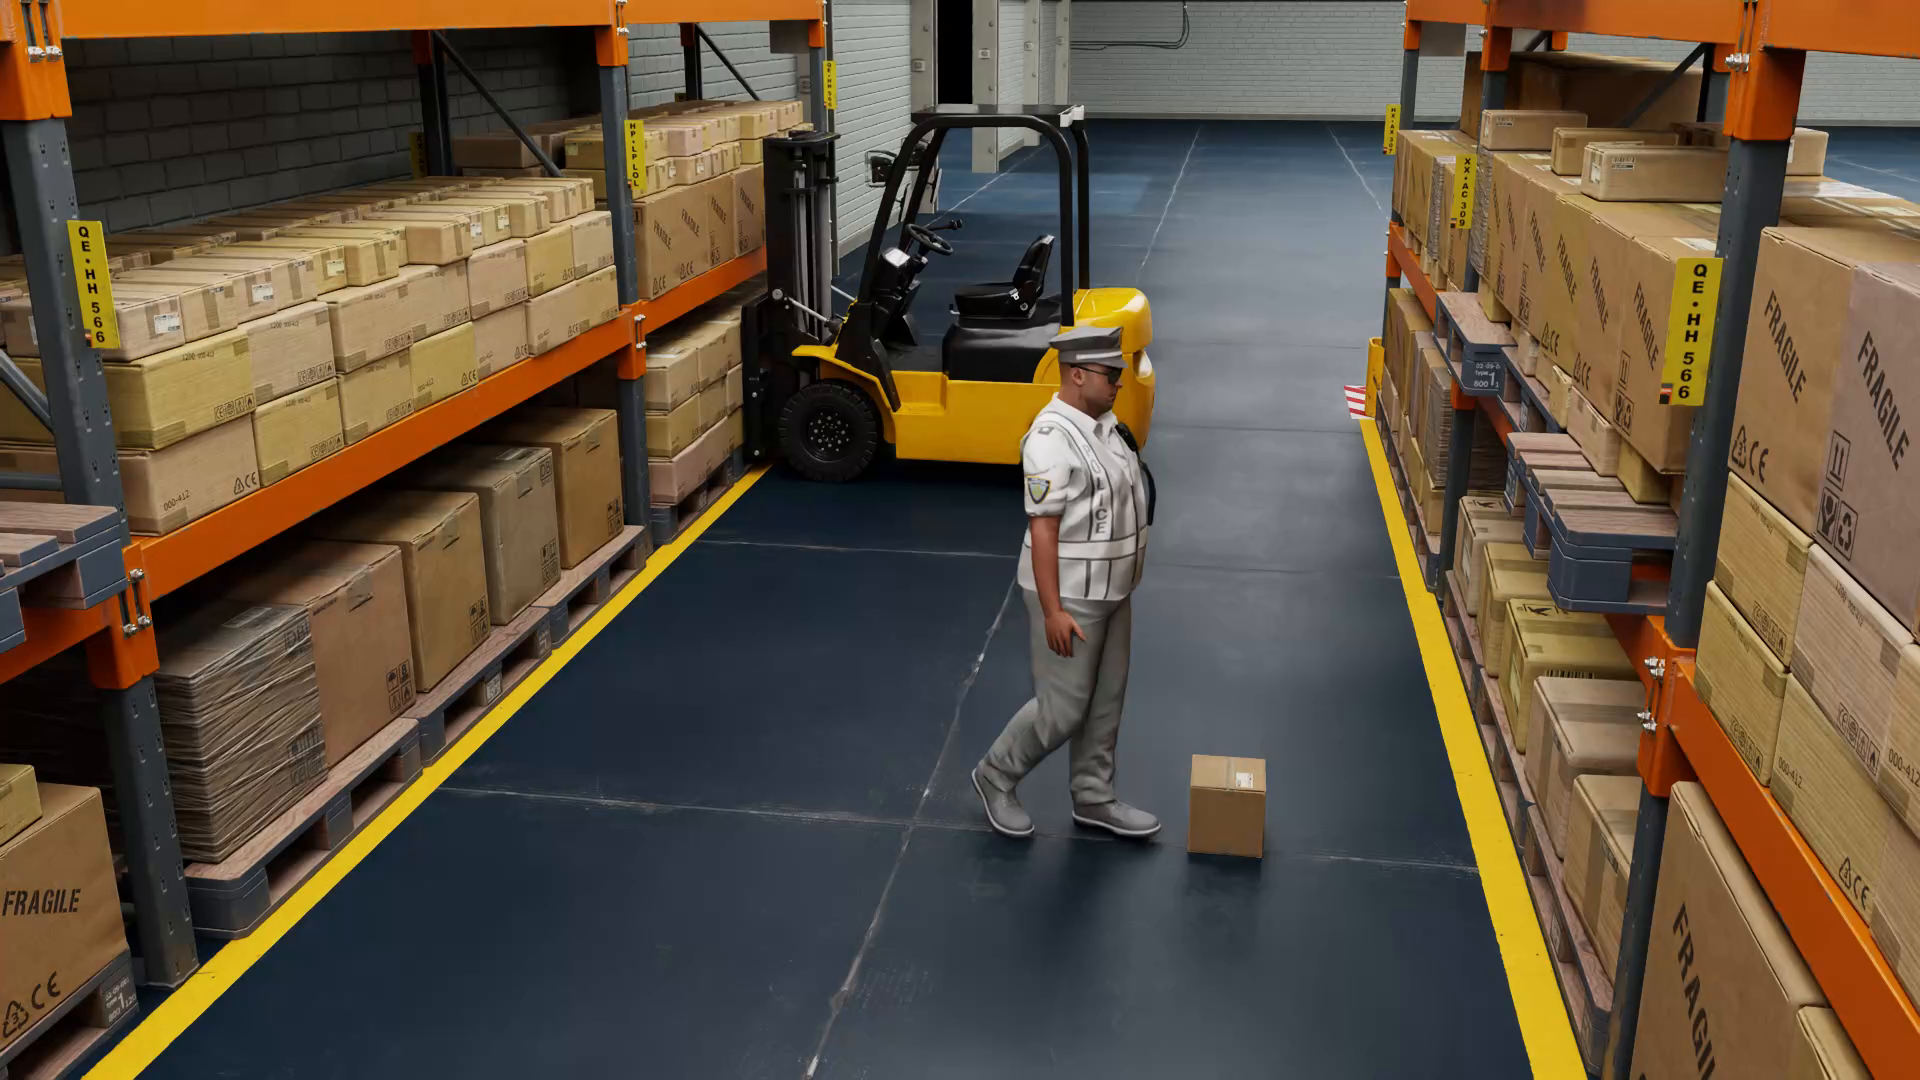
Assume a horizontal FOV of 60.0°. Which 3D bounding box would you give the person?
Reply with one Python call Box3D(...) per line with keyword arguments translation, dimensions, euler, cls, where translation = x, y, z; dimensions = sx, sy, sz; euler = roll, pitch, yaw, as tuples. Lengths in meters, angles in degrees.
Box3D(translation=(0.375, 0.149, 5.531), dimensions=(0.657, 1.745, 0.554), euler=(10, 20, 28), cls="person")
